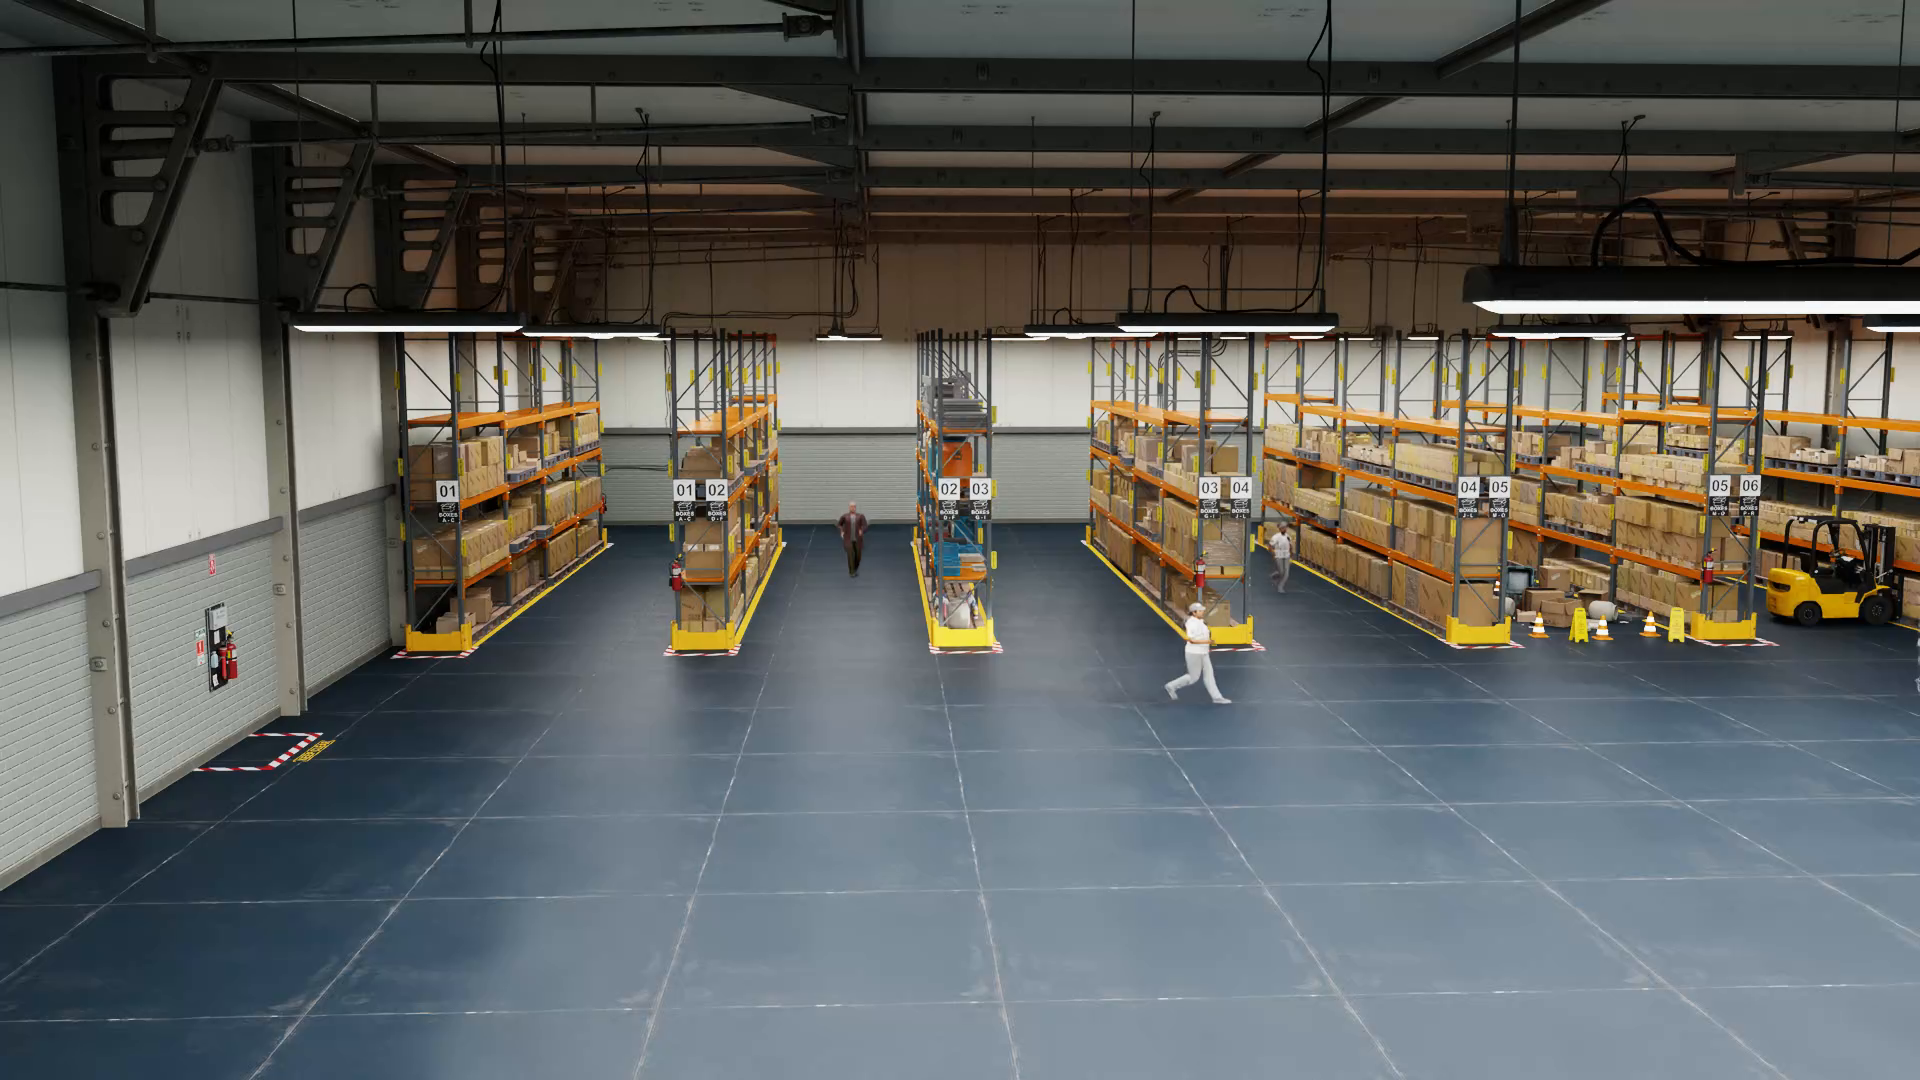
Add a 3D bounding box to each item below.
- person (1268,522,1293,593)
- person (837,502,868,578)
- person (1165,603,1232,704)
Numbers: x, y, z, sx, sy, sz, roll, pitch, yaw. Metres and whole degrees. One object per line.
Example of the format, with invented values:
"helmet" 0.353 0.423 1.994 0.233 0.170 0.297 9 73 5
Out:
"person" 7.416 0.396 38.293 0.574 1.649 0.561 -2 7 -14
"person" -2.504 0.000 38.805 0.715 1.752 0.742 -1 7 -7
"person" 3.779 1.786 26.281 1.044 1.608 0.619 3 7 21
